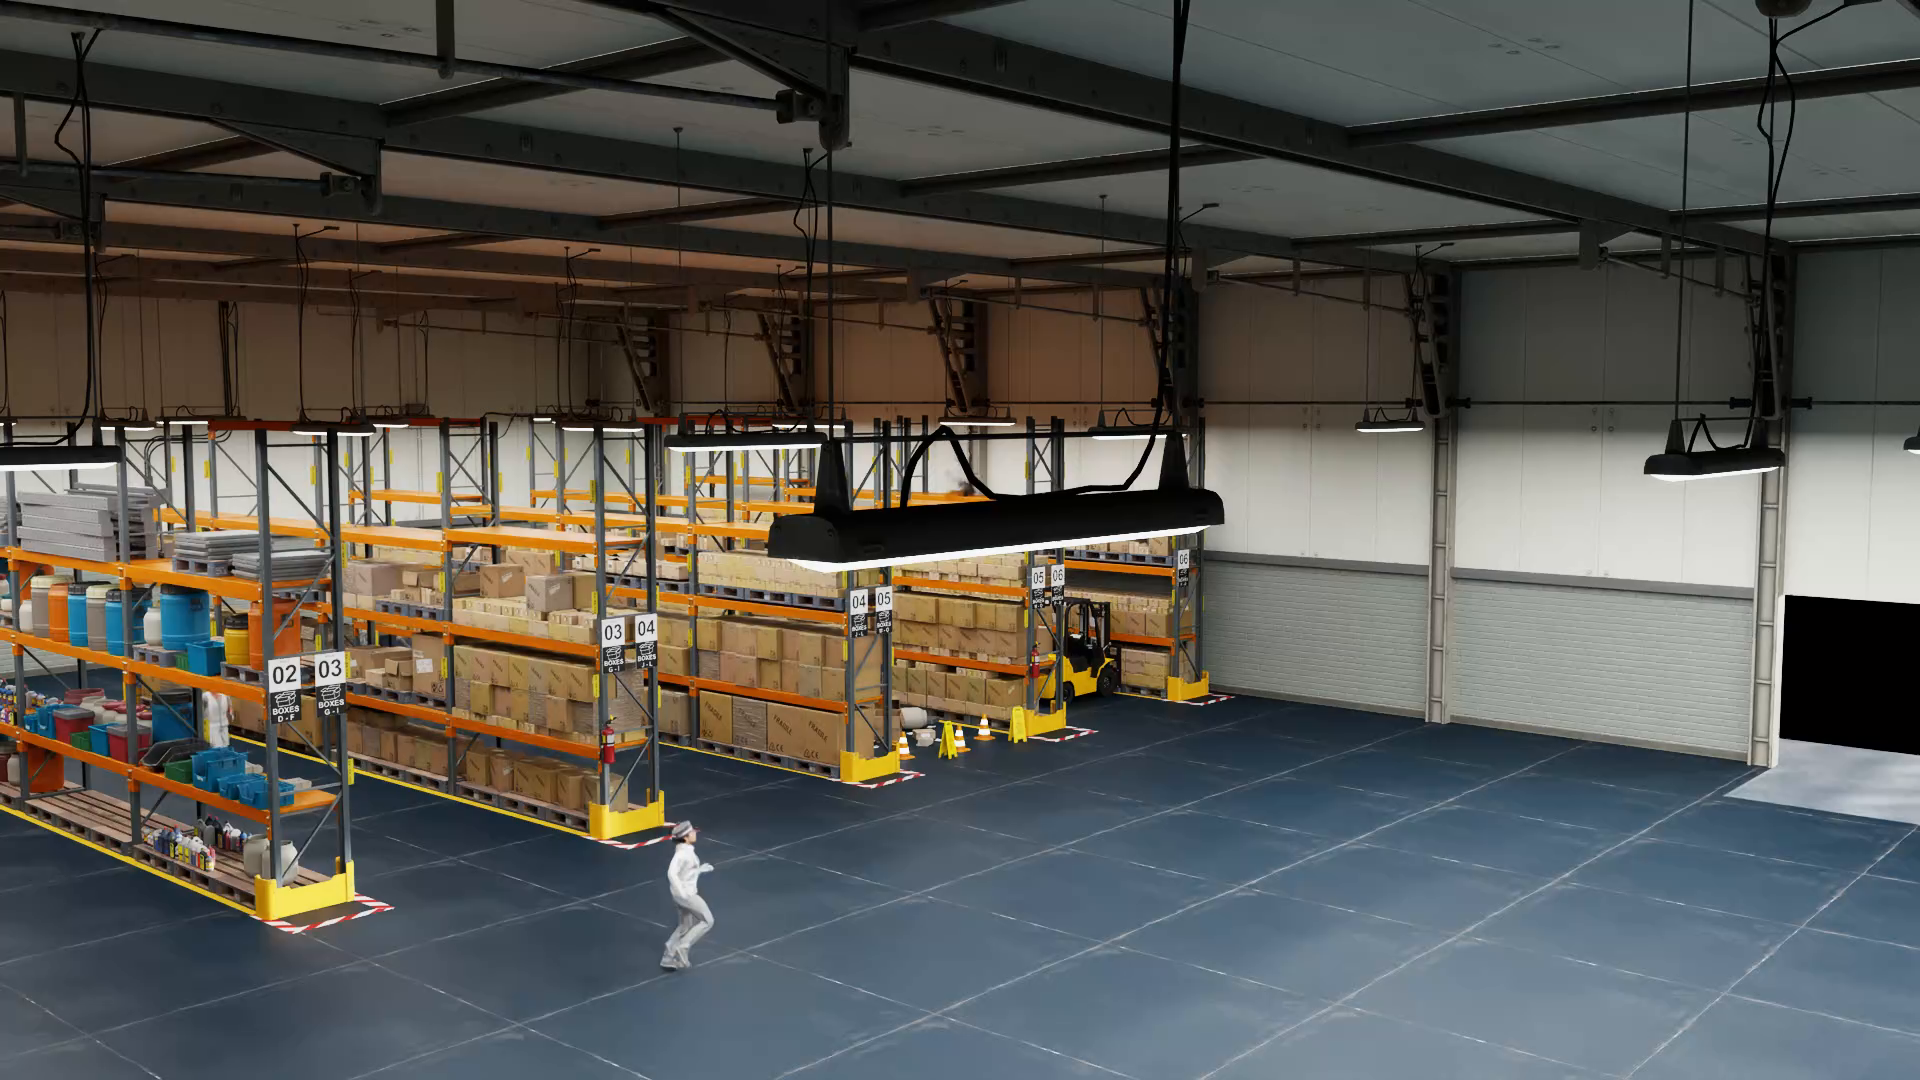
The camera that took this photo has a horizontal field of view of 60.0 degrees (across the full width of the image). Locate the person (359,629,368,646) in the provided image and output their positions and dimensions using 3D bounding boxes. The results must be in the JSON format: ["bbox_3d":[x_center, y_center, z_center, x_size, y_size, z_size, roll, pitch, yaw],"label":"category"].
[{"bbox_3d":[-14.001,2.182,39.501,0.682,1.743,0.696,3,6,33],"label":"person"}]

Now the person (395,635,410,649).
[{"bbox_3d":[-13.789,2.060,40.905,0.660,1.746,0.638,2,5,21],"label":"person"}]

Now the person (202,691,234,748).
[{"bbox_3d":[-12.409,3.137,27.797,0.603,1.739,0.664,3,6,33],"label":"person"}]

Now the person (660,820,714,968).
[{"bbox_3d":[-3.050,3.953,18.578,0.621,1.654,0.612,-1,5,-17],"label":"person"}]
